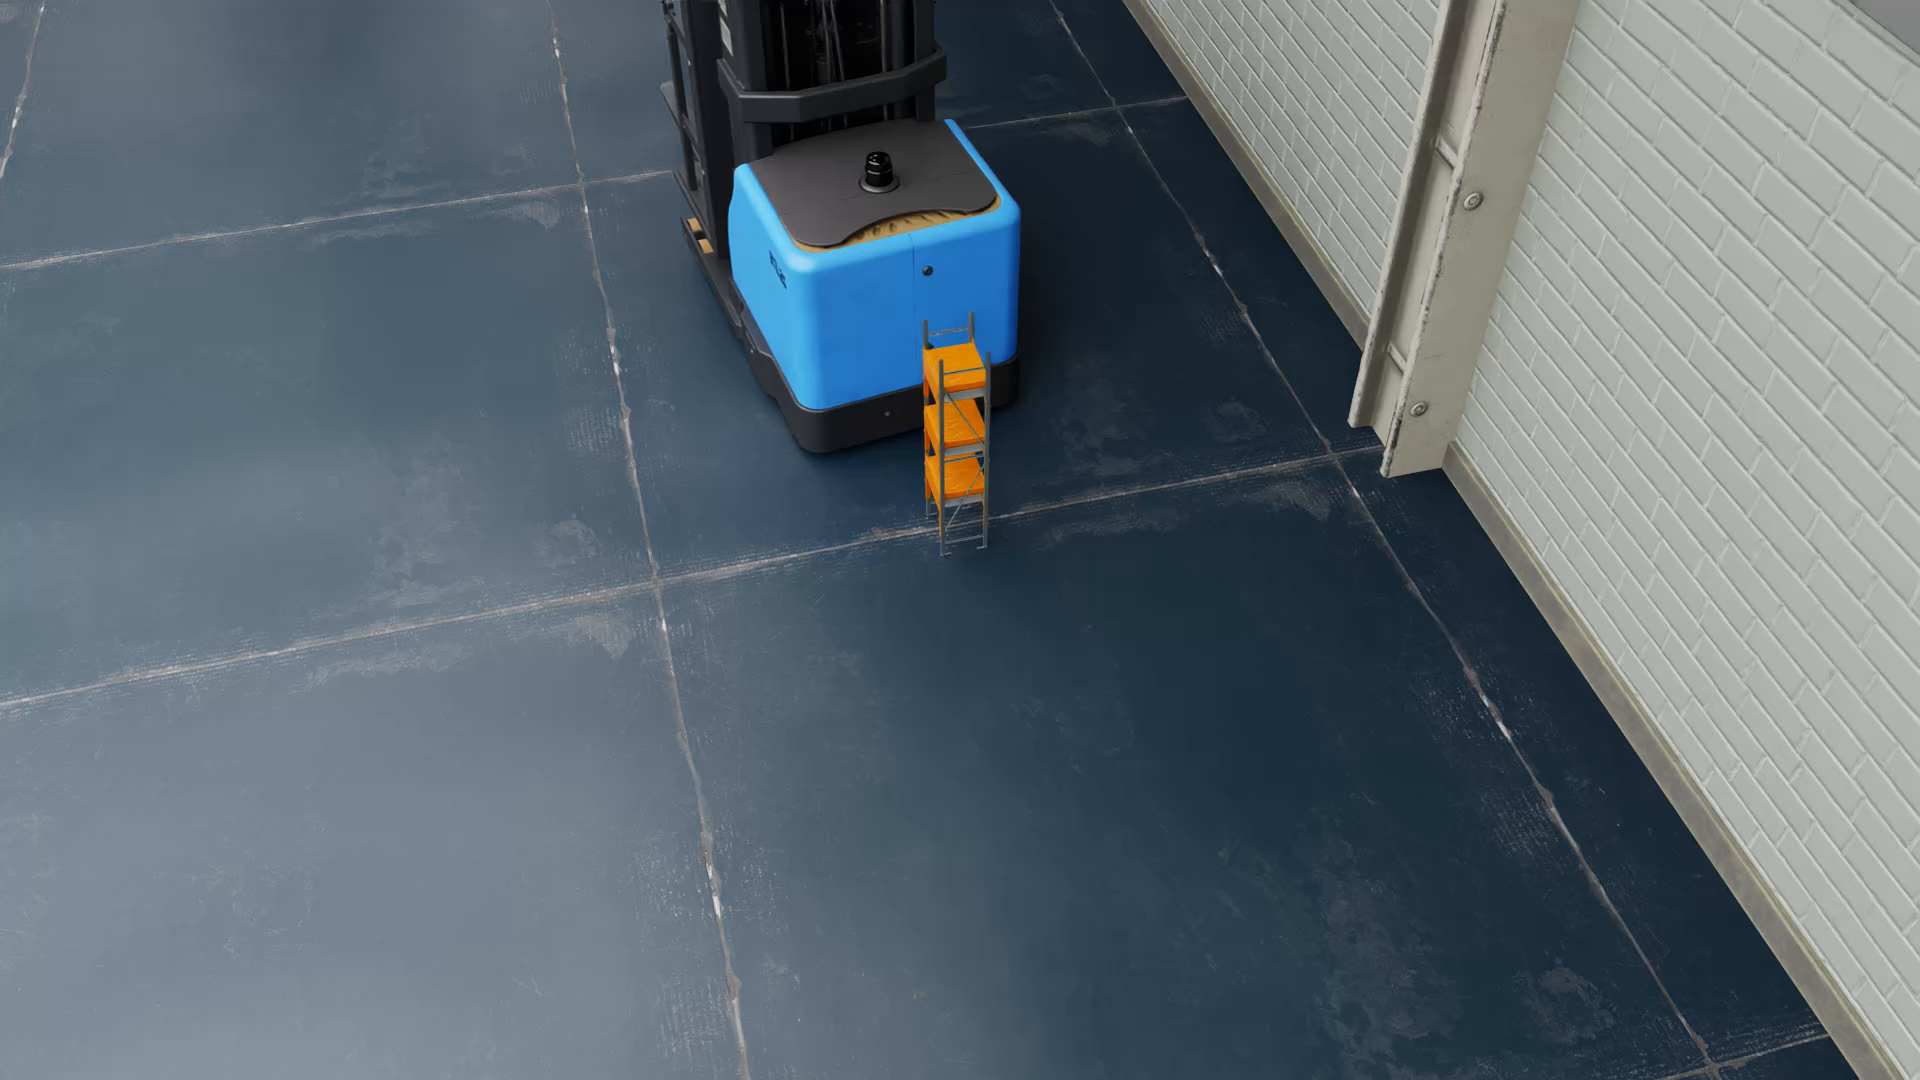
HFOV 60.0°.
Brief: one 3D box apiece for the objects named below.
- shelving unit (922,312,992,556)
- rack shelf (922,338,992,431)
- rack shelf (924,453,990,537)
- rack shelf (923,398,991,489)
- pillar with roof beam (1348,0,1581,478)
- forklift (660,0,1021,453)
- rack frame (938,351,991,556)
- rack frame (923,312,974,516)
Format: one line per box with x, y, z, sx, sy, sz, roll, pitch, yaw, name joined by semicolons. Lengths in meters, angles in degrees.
-0.014;-0.404;6.662;0.215;1.050;0.252;-11;47;-10;shelving unit
-0.014;-0.596;6.467;0.215;0.259;0.240;-11;47;-10;rack shelf
-0.014;-0.202;6.868;0.215;0.259;0.240;-11;47;-10;rack shelf
-0.014;-0.397;6.670;0.215;0.259;0.240;-11;47;-10;rack shelf
-2.208;-2.798;3.443;9.100;9.000;0.400;-11;47;-10;pillar with roof beam
-0.760;-2.473;7.372;1.130;2.935;3.031;-16;48;-15;forklift
0.017;-0.320;6.579;0.200;1.050;0.008;-11;47;-10;rack frame
-0.045;-0.489;6.745;0.200;1.050;0.008;-11;47;-10;rack frame
